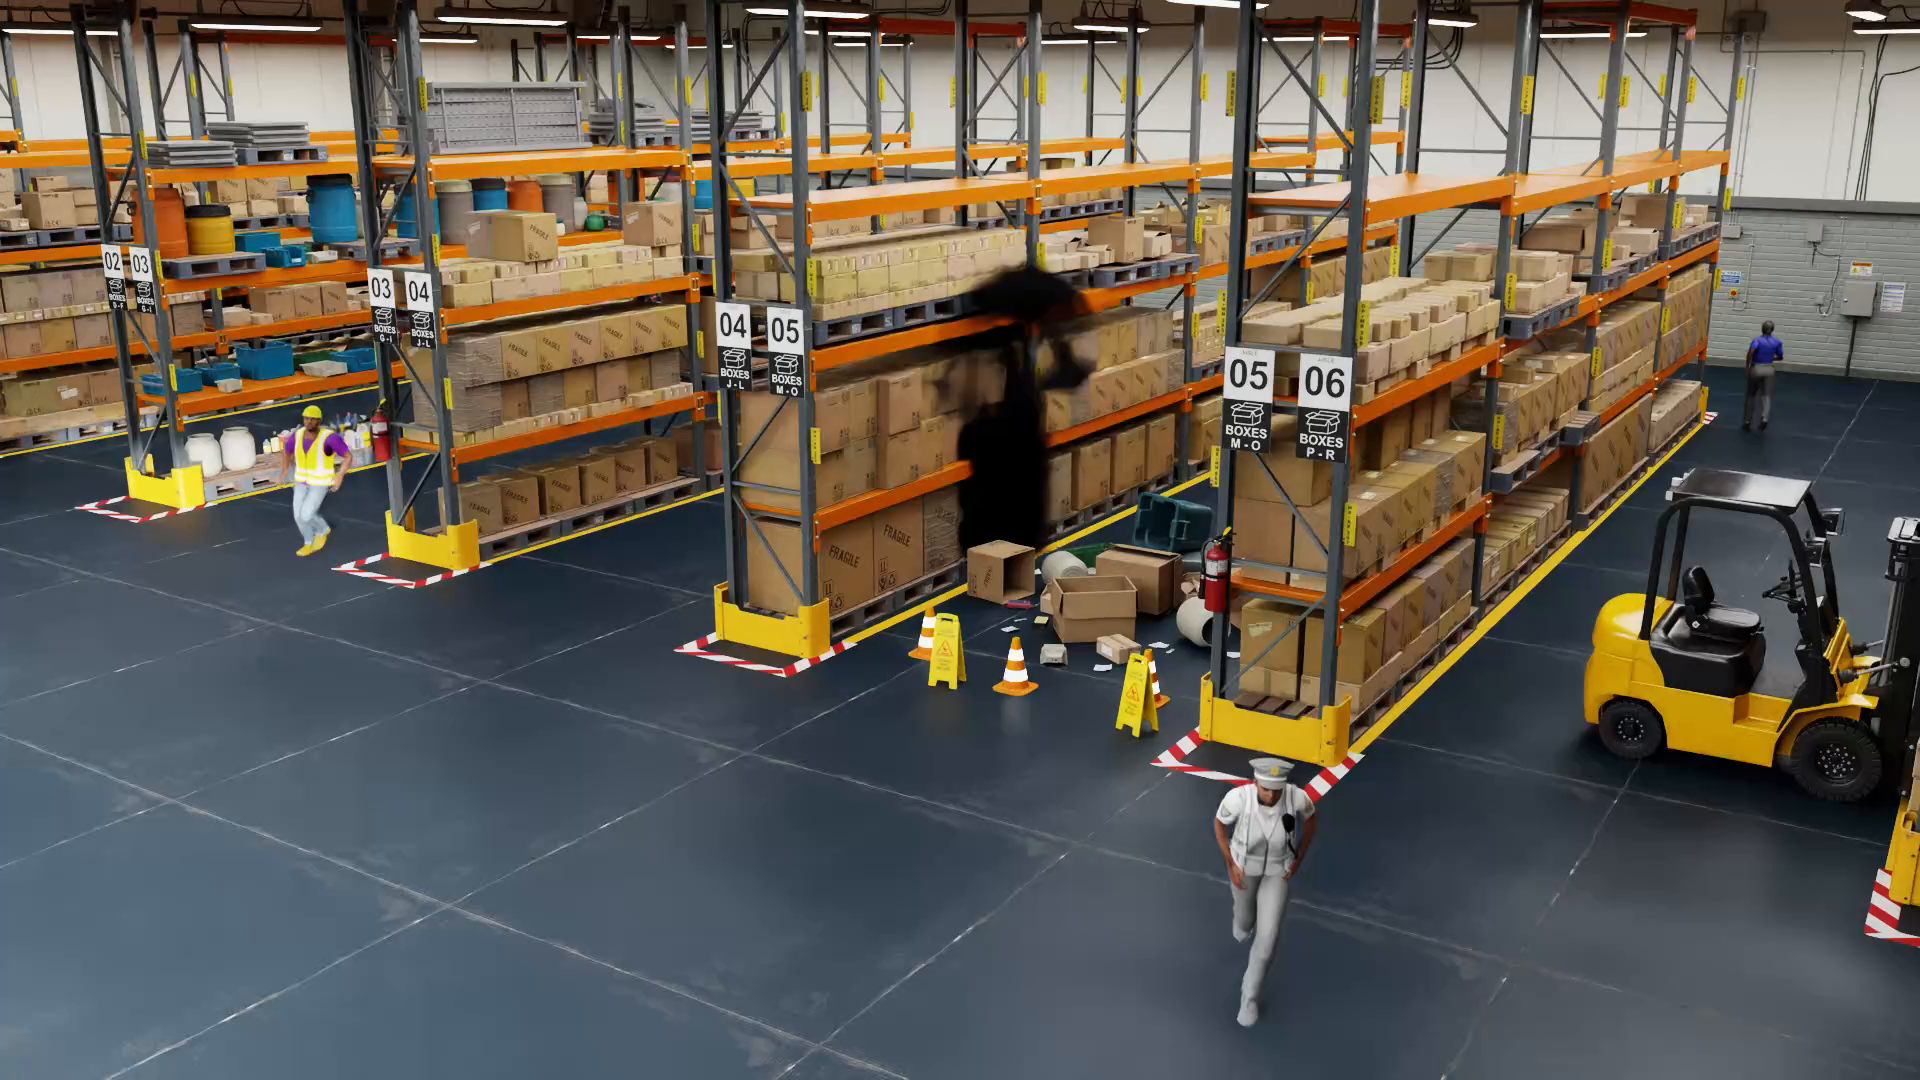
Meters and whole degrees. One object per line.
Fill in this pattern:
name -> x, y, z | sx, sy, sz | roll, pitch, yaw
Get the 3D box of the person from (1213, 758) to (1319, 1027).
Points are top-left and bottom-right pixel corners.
person -> 1.731, 1.881, 9.577 | 0.587, 1.627, 0.927 | 0, 16, 1

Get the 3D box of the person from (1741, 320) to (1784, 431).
person -> 12.000, -2.442, 24.876 | 0.568, 1.684, 0.923 | 4, 16, 12

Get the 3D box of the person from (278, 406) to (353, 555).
person -> -7.146, -0.638, 18.345 | 0.762, 1.708, 0.520 | 4, 16, 13
